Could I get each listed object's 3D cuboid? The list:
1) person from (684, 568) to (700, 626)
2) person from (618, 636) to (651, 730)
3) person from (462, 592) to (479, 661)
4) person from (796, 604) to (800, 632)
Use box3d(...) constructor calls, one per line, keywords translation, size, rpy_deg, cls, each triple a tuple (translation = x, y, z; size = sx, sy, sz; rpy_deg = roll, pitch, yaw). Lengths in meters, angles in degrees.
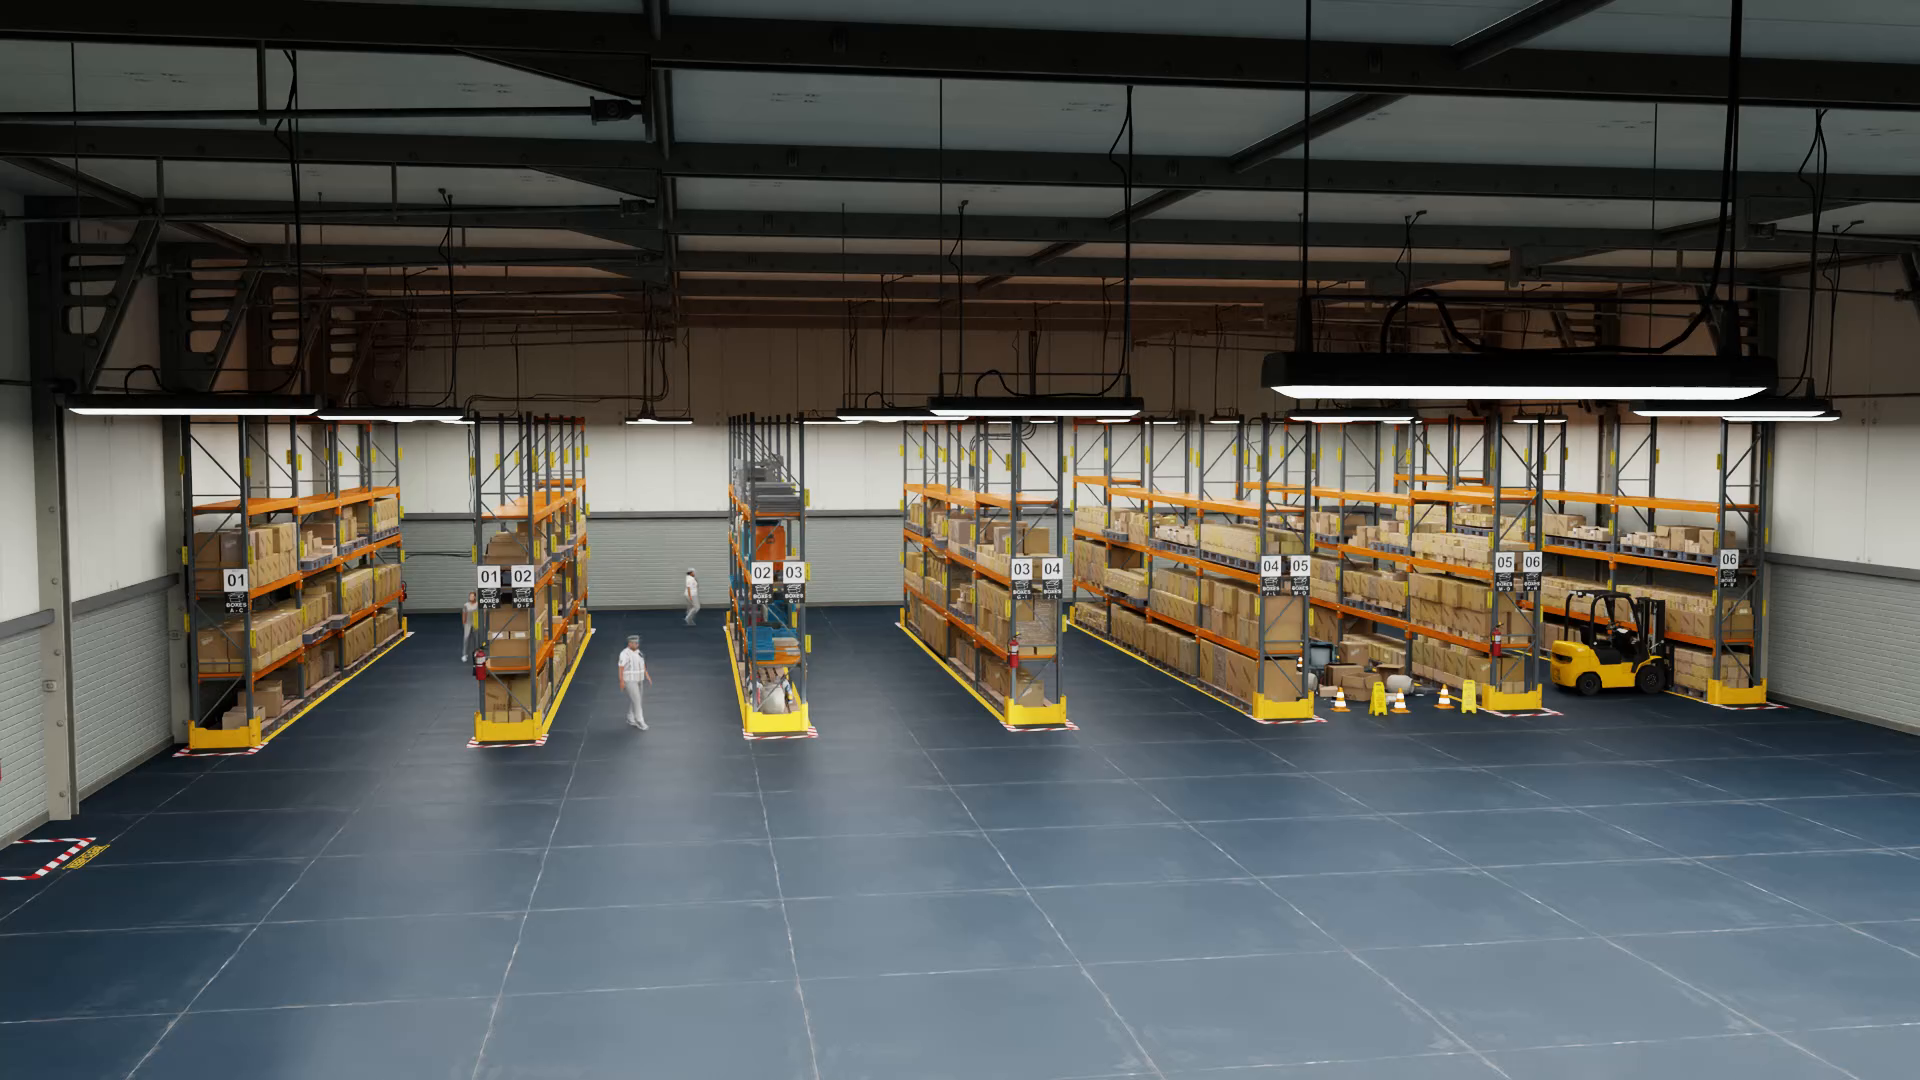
box3d(translation=(-7.716, 1.633, 47.808), size=(0.455, 1.667, 0.511), rpy_deg=(-1, 4, -17), cls="person")
box3d(translation=(-6.155, 2.717, 31.814), size=(0.793, 1.749, 0.564), rpy_deg=(2, 4, 30), cls="person")
box3d(translation=(-12.030, 2.100, 40.991), size=(0.500, 1.649, 0.903), rpy_deg=(0, 4, -7), cls="person")
box3d(translation=(-4.455, 1.851, 44.994), size=(0.498, 1.559, 1.044), rpy_deg=(-1, 4, -18), cls="person")
